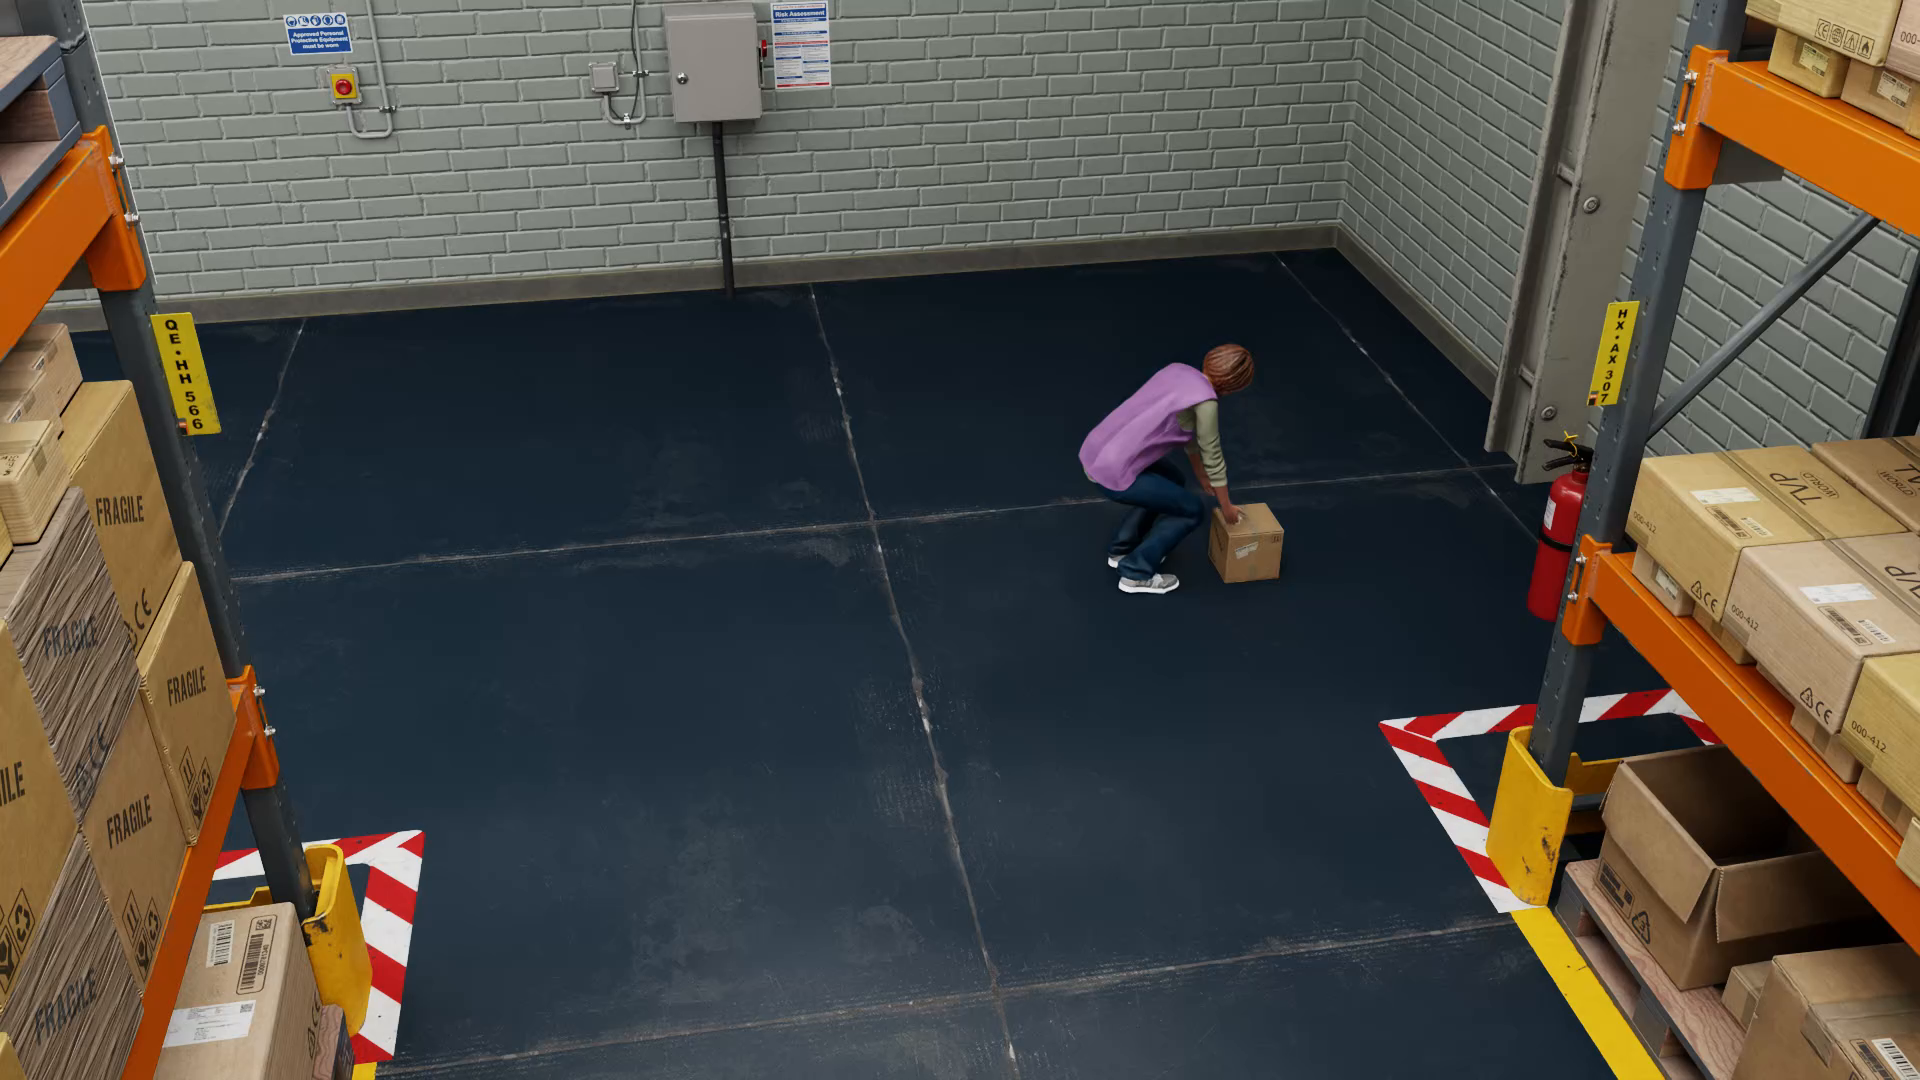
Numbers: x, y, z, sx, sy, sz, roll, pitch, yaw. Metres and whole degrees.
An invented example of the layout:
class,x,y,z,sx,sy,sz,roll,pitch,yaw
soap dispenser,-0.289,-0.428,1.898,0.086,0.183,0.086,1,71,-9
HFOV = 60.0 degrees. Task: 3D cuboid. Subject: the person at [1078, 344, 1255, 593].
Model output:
class,x,y,z,sx,sy,sz,roll,pitch,yaw
person,0.875,-0.313,7.184,0.754,1.061,0.460,-5,32,-9
